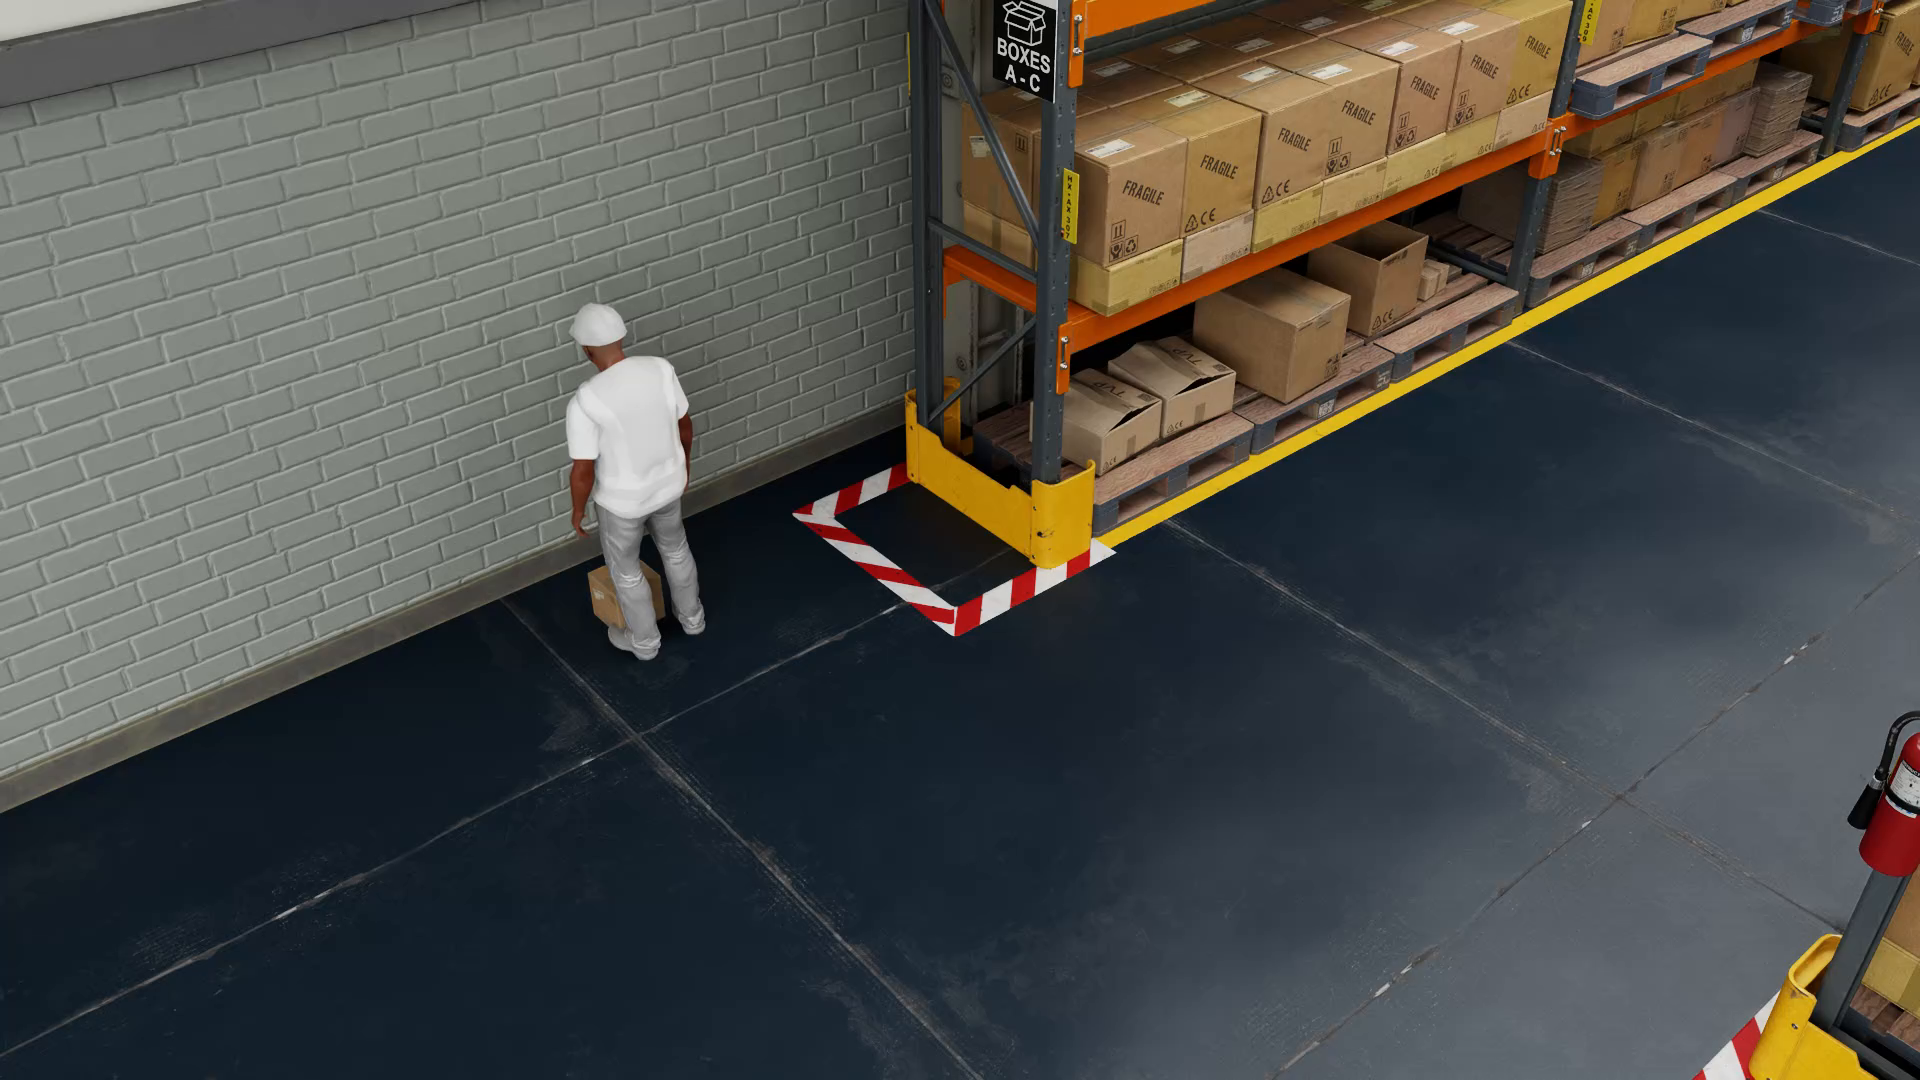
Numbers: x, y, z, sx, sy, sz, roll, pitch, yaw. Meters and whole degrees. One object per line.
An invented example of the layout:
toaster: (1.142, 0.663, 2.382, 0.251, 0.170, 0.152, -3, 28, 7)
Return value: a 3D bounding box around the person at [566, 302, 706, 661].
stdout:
person: (-1.456, -0.248, 7.407, 0.636, 1.761, 0.454, -29, 45, -34)
